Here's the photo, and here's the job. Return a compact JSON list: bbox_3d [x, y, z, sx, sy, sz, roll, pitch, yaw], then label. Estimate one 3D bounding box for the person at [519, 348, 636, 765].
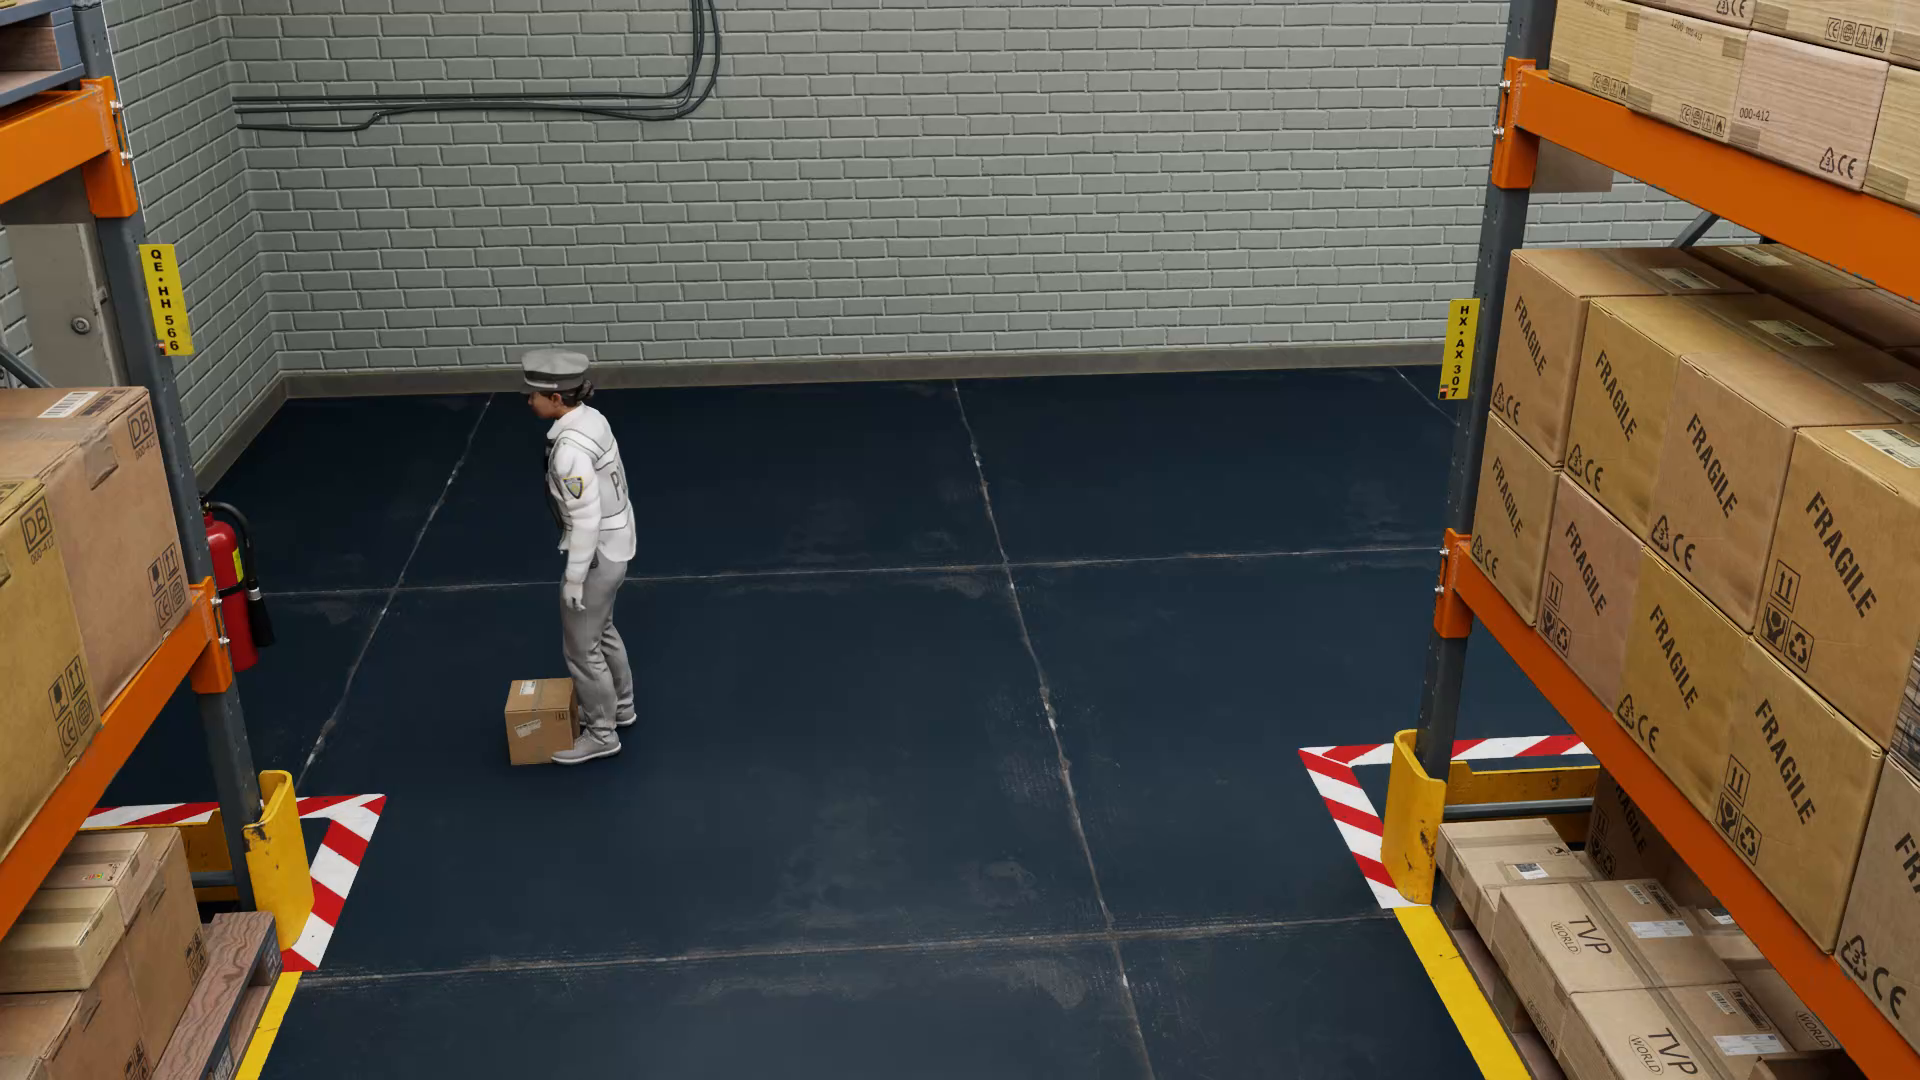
[{"bbox_3d":[-1.456,0.068,6.442,0.406,1.663,0.529,-2,24,-5],"label":"person"}]
